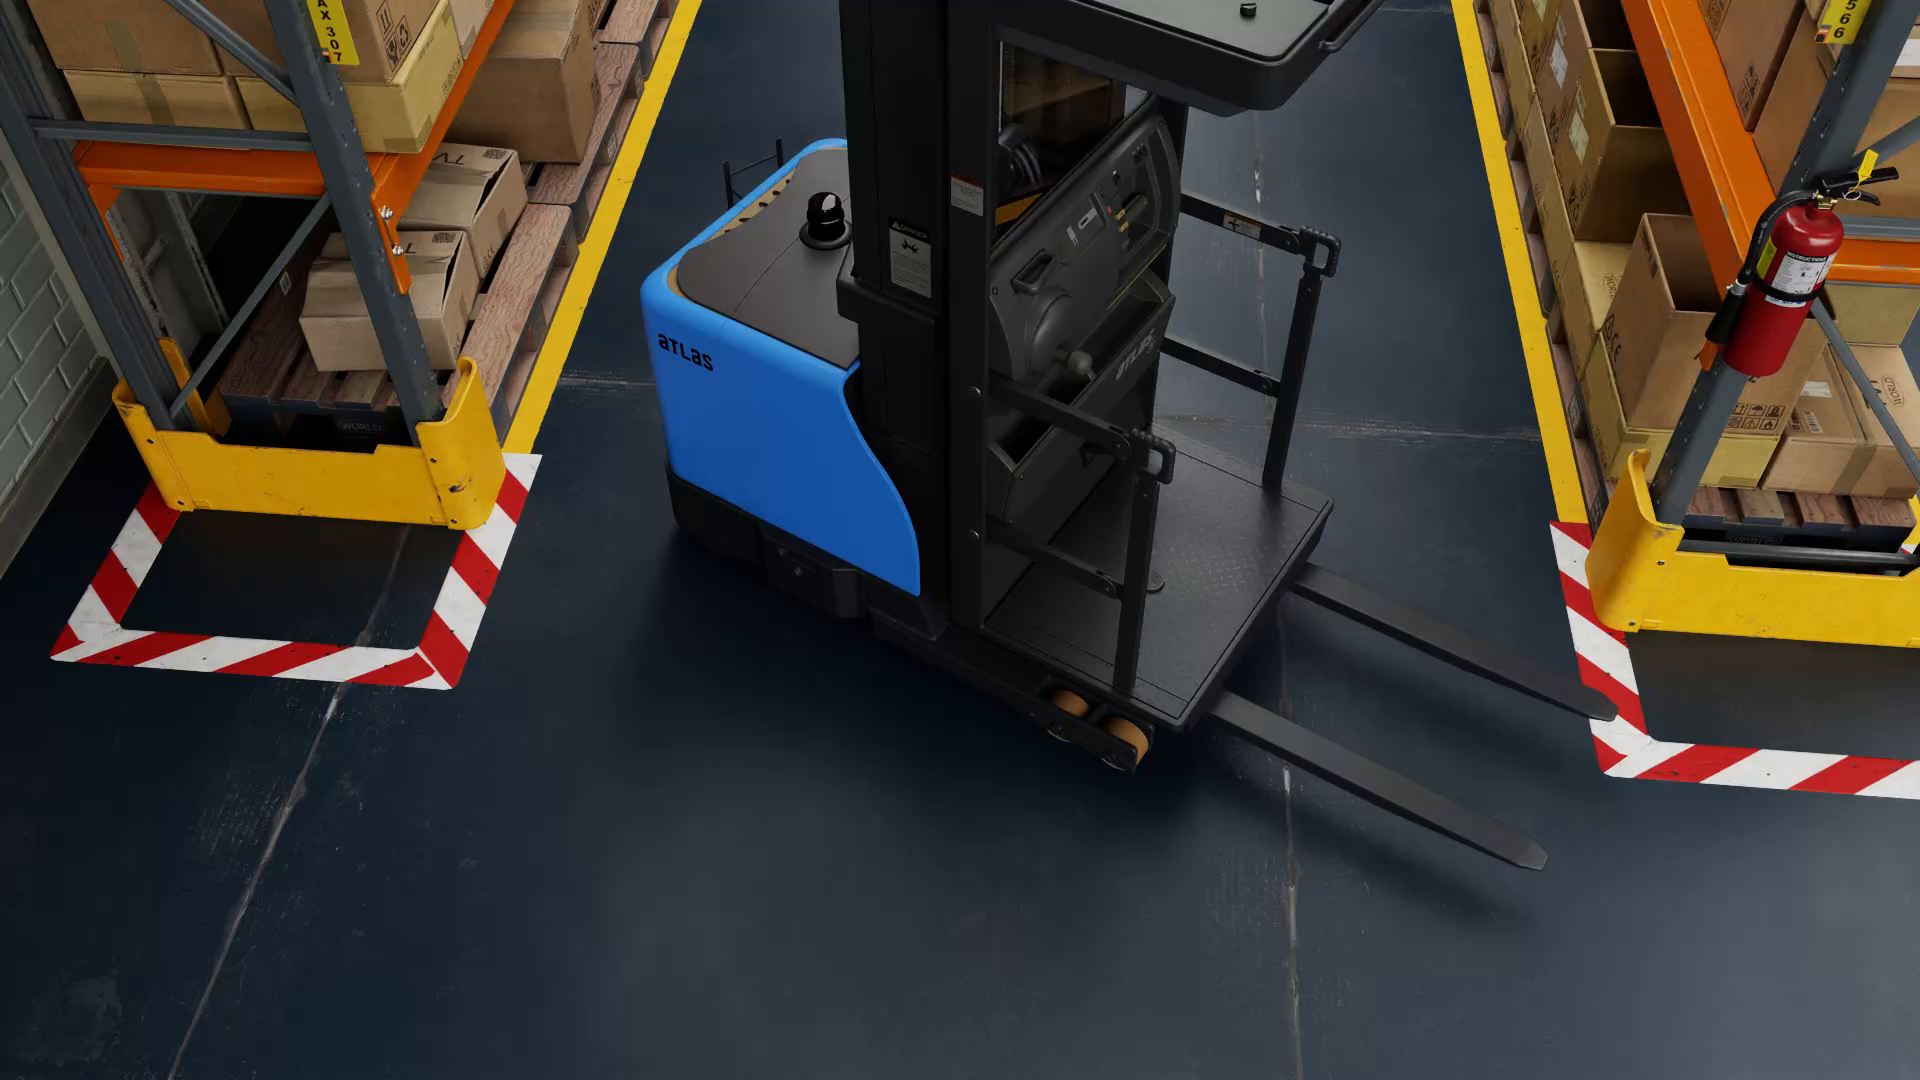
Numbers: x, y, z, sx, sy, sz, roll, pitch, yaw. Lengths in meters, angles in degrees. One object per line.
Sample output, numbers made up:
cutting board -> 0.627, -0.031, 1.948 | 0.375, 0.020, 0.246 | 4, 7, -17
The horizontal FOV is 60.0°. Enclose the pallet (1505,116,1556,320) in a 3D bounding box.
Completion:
pallet -> 2.847, -1.341, 6.833 | 1.003, 0.211, 1.213 | 4, 48, 4

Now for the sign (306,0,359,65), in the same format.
sign -> -1.688, -1.410, 4.420 | 0.100, 0.325, 0.005 | 4, 48, 4

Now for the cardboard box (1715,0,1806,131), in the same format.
cardboard box -> 2.803, -1.586, 5.100 | 0.700, 0.500, 0.500 | 5, 48, 5

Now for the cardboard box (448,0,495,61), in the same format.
cardboard box -> -1.835, -1.830, 5.479 | 0.500, 0.250, 0.500 | 3, 48, 2

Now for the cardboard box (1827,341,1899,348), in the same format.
cardboard box -> 3.017, -0.784, 6.013 | 0.500, 0.250, 0.500 | 4, 48, 4

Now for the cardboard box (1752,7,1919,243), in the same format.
cardboard box -> 2.760, -1.199, 4.746 | 0.700, 0.500, 0.500 | 4, 48, 4

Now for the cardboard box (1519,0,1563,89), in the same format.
cardboard box -> 2.625, -2.175, 6.777 | 0.500, 0.500, 0.500 | 4, 48, 4

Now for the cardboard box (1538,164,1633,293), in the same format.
cardboard box -> 2.537, -1.187, 6.381 | 0.500, 0.250, 0.500 | 4, 48, 4

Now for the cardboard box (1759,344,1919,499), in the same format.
cardboard box -> 2.976, -0.416, 5.677 | 0.500, 0.250, 0.500 | 4, 48, 4

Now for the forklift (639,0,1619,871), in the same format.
forklift -> 0.527, -0.737, 4.438 | 3.031, 2.935, 1.130 | 26, 53, 22

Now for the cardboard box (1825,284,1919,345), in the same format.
cardboard box -> 3.019, -1.037, 5.736 | 0.500, 0.500, 0.500 | 4, 48, 4

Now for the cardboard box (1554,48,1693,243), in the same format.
cardboard box -> 2.534, -1.440, 6.105 | 0.500, 0.500, 0.500 | 4, 48, 4

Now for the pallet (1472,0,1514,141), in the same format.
pallet -> 2.955, -2.240, 7.656 | 1.003, 0.211, 1.213 | 4, 48, 4

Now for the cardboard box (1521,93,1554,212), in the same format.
cardboard box -> 2.585, -1.554, 6.717 | 0.500, 0.250, 0.500 | 4, 48, 4

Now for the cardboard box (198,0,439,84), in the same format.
cardboard box -> -1.885, -1.694, 4.846 | 0.500, 0.500, 0.500 | 4, 48, 4

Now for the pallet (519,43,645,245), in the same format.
pallet -> -1.998, -1.757, 7.214 | 1.003, 0.211, 1.213 | 4, 48, 4

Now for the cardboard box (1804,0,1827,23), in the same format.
cardboard box -> 2.573, -1.562, 4.639 | 0.380, 0.149, 0.250 | 5, 48, 5

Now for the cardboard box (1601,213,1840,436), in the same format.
cardboard box -> 2.458, -0.704, 5.432 | 0.500, 0.500, 0.500 | 4, 48, 4

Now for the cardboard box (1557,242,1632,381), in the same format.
cardboard box -> 2.493, -0.819, 6.045 | 0.500, 0.250, 0.500 | 4, 48, 4

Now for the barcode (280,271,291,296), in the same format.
barcode -> -2.472, -0.940, 6.095 | 0.001, 0.075, 0.075 | 4, 48, 4

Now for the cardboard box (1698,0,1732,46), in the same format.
cardboard box -> 2.854, -1.950, 5.433 | 0.700, 0.500, 0.500 | 4, 48, 4

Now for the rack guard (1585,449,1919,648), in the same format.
rack guard -> 2.703, 0.038, 5.377 | 1.175, 0.500, 0.348 | 4, 48, 4

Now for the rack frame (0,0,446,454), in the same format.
rack frame -> -2.228, -1.154, 4.772 | 1.000, 3.000, 0.127 | 4, 48, 4

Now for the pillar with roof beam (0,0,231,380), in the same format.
pillar with roof beam -> 1.261, -3.462, 2.818 | 9.100, 9.000, 0.400 | 4, 48, 4

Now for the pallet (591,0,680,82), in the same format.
pallet -> -1.890, -2.656, 8.036 | 1.003, 0.211, 1.213 | 4, 48, 4

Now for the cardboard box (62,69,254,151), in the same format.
cardboard box -> -2.379, -1.466, 5.147 | 0.500, 0.250, 0.500 | 4, 48, 4

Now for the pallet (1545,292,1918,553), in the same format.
pallet -> 2.733, -0.447, 6.016 | 1.003, 0.211, 1.213 | 4, 48, 4

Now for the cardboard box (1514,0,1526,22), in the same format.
cardboard box -> 2.678, -2.542, 7.113 | 0.500, 0.500, 0.500 | 4, 48, 4

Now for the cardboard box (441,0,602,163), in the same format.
cardboard box -> -1.907, -1.916, 6.865 | 0.700, 0.500, 0.500 | 1, 48, 1

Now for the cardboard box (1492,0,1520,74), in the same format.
cardboard box -> 2.675, -2.289, 7.390 | 0.500, 0.250, 0.500 | 4, 48, 4

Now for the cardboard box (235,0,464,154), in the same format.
cardboard box -> -1.868, -1.447, 5.129 | 0.500, 0.250, 0.500 | 3, 48, 2

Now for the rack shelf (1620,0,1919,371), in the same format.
rack shelf -> 2.887, -2.050, 6.080 | 1.077, 0.370, 4.000 | 4, 48, 4

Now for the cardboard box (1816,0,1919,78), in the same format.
cardboard box -> 2.550, -1.370, 4.463 | 0.380, 0.149, 0.250 | 3, 48, 3

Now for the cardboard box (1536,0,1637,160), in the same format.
cardboard box -> 2.581, -1.807, 6.441 | 0.500, 0.500, 0.500 | 4, 48, 4

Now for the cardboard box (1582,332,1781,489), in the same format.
cardboard box -> 2.460, -0.451, 5.709 | 0.500, 0.250, 0.500 | 4, 48, 4

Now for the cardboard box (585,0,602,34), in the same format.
cardboard box -> -1.919, -2.633, 7.521 | 0.500, 0.500, 0.500 | 1, 48, 1

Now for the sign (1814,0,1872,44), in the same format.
sign -> 2.166, -1.341, 3.998 | 0.100, 0.325, 0.005 | 4, 48, 4

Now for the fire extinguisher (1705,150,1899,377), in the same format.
fire extinguisher -> 2.232, -0.742, 4.448 | 0.296, 0.674, 0.183 | 4, 48, 4

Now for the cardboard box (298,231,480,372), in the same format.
cardboard box -> -2.076, -0.897, 6.062 | 0.500, 0.311, 0.500 | -1, 48, -1

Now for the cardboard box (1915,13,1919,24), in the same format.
cardboard box -> 2.765, -1.676, 4.303 | 0.700, 0.500, 0.500 | 4, 48, 4

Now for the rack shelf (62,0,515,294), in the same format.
rack shelf -> -2.046, -2.381, 6.382 | 1.077, 0.370, 4.000 | 4, 48, 4

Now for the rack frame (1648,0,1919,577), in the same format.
rack frame -> 2.705, -0.823, 4.470 | 1.000, 3.000, 0.127 | 4, 48, 4

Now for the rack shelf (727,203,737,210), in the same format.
rack shelf -> -0.657, -1.150, 5.871 | 0.258, 0.077, 0.200 | -30, 54, -25

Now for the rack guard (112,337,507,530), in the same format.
rack guard -> -2.221, -0.366, 5.746 | 1.175, 0.500, 0.348 | 4, 48, 4

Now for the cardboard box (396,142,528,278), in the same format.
cardboard box -> -2.024, -1.316, 6.445 | 0.500, 0.311, 0.500 | 7, 48, 7

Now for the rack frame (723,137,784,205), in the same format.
rack frame -> -0.721, -1.049, 6.100 | 0.240, 0.900, 0.006 | -30, 54, -25

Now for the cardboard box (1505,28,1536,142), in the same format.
cardboard box -> 2.624, -1.922, 7.054 | 0.500, 0.250, 0.500 | 4, 48, 4

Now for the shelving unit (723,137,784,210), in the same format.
shelving unit -> -0.657, -0.990, 6.046 | 0.258, 0.900, 0.210 | -30, 54, -25

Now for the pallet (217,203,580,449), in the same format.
pallet -> -2.112, -0.863, 6.396 | 1.003, 0.211, 1.213 | 4, 48, 4

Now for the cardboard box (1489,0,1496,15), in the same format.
cardboard box -> 2.725, -2.656, 7.725 | 0.500, 0.250, 0.500 | 4, 48, 4

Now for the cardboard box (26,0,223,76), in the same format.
cardboard box -> -2.397, -1.724, 4.874 | 0.500, 0.500, 0.500 | 3, 48, 3
